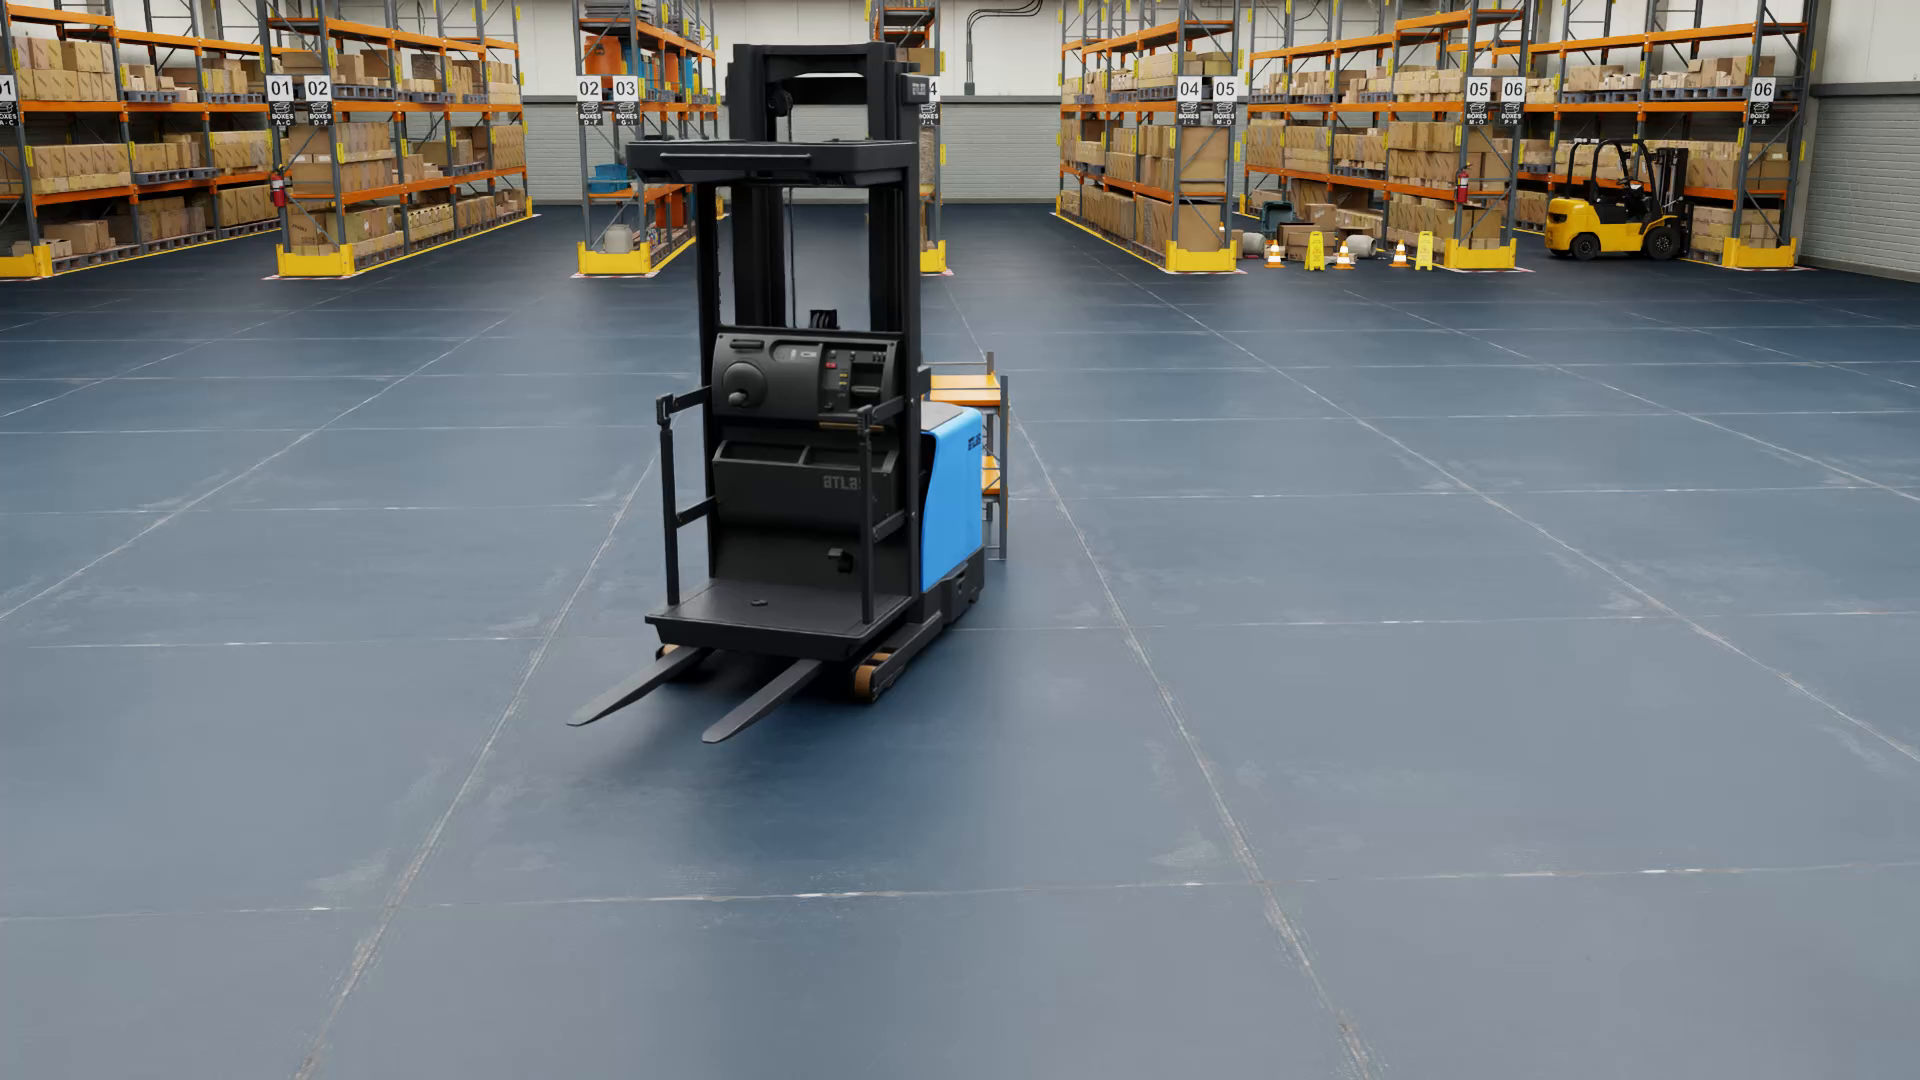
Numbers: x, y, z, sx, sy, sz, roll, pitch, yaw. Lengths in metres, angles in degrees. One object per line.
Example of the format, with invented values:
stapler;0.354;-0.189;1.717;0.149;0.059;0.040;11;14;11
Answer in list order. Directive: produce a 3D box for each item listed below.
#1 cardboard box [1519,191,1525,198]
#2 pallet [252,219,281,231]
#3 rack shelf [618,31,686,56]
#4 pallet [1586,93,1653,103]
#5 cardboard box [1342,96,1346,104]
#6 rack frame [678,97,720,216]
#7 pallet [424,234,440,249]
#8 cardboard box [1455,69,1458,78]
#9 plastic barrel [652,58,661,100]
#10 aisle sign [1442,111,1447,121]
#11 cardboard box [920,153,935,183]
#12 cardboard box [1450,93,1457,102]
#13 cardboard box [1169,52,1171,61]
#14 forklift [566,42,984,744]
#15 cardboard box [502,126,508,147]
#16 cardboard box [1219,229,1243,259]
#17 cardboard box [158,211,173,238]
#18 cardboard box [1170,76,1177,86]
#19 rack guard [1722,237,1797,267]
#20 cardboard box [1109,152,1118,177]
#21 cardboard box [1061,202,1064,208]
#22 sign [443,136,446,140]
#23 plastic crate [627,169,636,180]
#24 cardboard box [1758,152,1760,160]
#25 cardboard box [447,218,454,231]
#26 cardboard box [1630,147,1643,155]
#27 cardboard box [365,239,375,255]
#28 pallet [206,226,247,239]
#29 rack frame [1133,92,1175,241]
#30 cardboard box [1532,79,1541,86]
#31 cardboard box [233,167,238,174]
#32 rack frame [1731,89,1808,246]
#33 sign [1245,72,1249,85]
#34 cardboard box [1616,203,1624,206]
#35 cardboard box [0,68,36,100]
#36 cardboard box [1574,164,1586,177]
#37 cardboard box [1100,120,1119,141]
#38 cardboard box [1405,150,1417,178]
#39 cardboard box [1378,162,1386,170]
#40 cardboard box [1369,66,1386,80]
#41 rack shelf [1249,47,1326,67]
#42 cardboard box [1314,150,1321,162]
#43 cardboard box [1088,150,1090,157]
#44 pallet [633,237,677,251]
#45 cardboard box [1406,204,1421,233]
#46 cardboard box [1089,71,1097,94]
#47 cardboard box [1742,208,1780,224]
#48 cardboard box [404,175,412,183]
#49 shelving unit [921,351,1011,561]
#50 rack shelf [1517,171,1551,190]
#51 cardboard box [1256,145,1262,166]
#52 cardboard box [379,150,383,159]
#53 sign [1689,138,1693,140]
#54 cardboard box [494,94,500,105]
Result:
cardboard box;13.178;-8.013;38.522;0.380;0.149;0.250;-2;15;-6
pallet;-16.286;-7.251;38.283;1.003;0.211;1.213;-1;14;-3
rack shelf;-6.149;-9.816;32.864;1.077;0.370;4.000;-1;14;-3
pallet;13.719;-9.173;34.517;1.003;0.211;1.213;0;14;-1
cardboard box;8.411;-9.430;35.640;0.380;0.149;0.250;-1;14;-3
rack frame;-6.769;-9.940;43.138;1.000;3.000;0.127;-1;14;-3
pallet;-11.132;-6.016;33.485;1.003;0.211;1.213;-1;14;-3
cardboard box;8.764;-8.051;28.683;0.380;0.149;0.250;-1;14;-2
plastic barrel;-6.439;-9.438;34.162;0.600;0.901;0.600;0;14;0
aisle sign;12.722;-11.518;44.056;0.394;0.787;0.004;-1;14;-3
cardboard box;-0.840;-6.367;28.454;0.875;0.500;0.500;-1;14;-3
cardboard box;8.708;-7.667;28.788;0.380;0.149;0.250;-1;14;-3
cardboard box;3.749;-8.198;28.210;0.380;0.149;0.250;-1;14;-3
forklift;-0.809;-0.791;7.720;1.130;2.935;3.031;5;15;18
cardboard box;-11.277;-9.780;40.309;0.500;0.500;0.500;-1;14;-5
cardboard box;4.996;-5.504;30.908;0.500;0.500;0.500;2;15;6
cardboard box;-16.049;-6.243;32.904;0.700;0.500;0.500;-1;14;-3
cardboard box;3.764;-7.749;28.063;0.380;0.149;0.250;-1;14;-4
rack guard;14.013;-5.051;29.154;1.175;0.500;0.348;-1;14;-3
cardboard box;3.420;-7.884;34.949;0.500;0.500;0.500;-1;14;-4
cardboard box;2.845;-8.755;43.413;0.380;0.149;0.250;-1;14;-2
sign;-12.006;-9.278;38.830;0.100;0.325;0.005;-1;14;-3
plastic crate;-6.120;-6.793;31.033;0.767;0.338;0.504;-1;14;-3
cardboard box;14.170;-6.779;29.351;0.380;0.149;0.250;-1;14;-3
cardboard box;-10.941;-6.619;34.908;0.500;0.250;0.500;-1;14;-2
cardboard box;13.520;-7.706;32.956;0.380;0.149;0.250;0;14;-2
cardboard box;-10.598;-5.142;29.167;0.500;0.250;0.500;-1;14;-3
pallet;-16.135;-6.644;35.925;1.003;0.211;1.213;-1;14;-3
rack frame;3.875;-7.083;32.036;1.000;3.000;0.127;-1;14;-3
cardboard box;13.136;-10.315;37.482;0.380;0.149;0.250;-1;14;-5
cardboard box;-16.058;-8.090;36.414;0.380;0.149;0.250;-1;14;-3
rack frame;14.011;-6.267;28.866;1.000;3.000;0.127;-1;14;-3
sign;7.512;-12.076;43.510;0.100;0.325;0.005;-1;14;-3
cardboard box;13.720;-6.445;33.479;0.875;0.625;0.625;0;14;-1
cardboard box;-15.436;-7.405;27.028;0.500;0.500;0.500;-1;14;-2
cardboard box;13.364;-7.817;35.190;0.500;0.250;0.500;-1;14;-5
cardboard box;3.595;-9.865;40.046;0.500;0.500;0.500;-1;14;-2
cardboard box;8.631;-7.014;30.969;0.500;0.500;0.500;-1;14;-4
cardboard box;8.502;-7.390;32.890;0.380;0.149;0.250;-1;14;-3
cardboard box;8.561;-9.406;33.499;0.500;0.250;0.500;-1;14;-3
rack shelf;8.190;-12.035;41.489;1.077;0.370;4.000;-1;14;-3
cardboard box;8.242;-8.593;37.202;0.500;0.250;0.500;-1;14;-5
cardboard box;3.077;-8.676;37.289;0.380;0.149;0.250;-1;14;-4
pallet;-6.112;-5.800;32.643;1.003;0.211;1.213;-1;14;-3
cardboard box;8.652;-6.007;31.023;0.500;0.500;0.500;0;14;-1
cardboard box;3.344;-10.393;37.829;0.797;0.503;0.637;-1;14;-4
cardboard box;14.170;-5.746;29.507;0.500;0.250;0.500;-1;14;-4
cardboard box;-10.820;-6.982;32.145;0.380;0.149;0.250;-1;14;-3
shelving unit;0.000;-0.546;10.393;0.538;1.125;1.048;-1;14;-3
rack shelf;13.392;-8.406;38.621;1.077;0.370;4.000;-1;14;-3
cardboard box;7.882;-9.842;42.556;0.500;0.500;0.500;-1;14;-4
cardboard box;-10.689;-6.986;30.156;0.380;0.149;0.250;-1;14;-4
sign;14.317;-7.729;32.649;0.100;0.325;0.005;-1;14;-3
cardboard box;-11.275;-10.499;39.591;0.500;0.250;0.500;-1;14;-3
